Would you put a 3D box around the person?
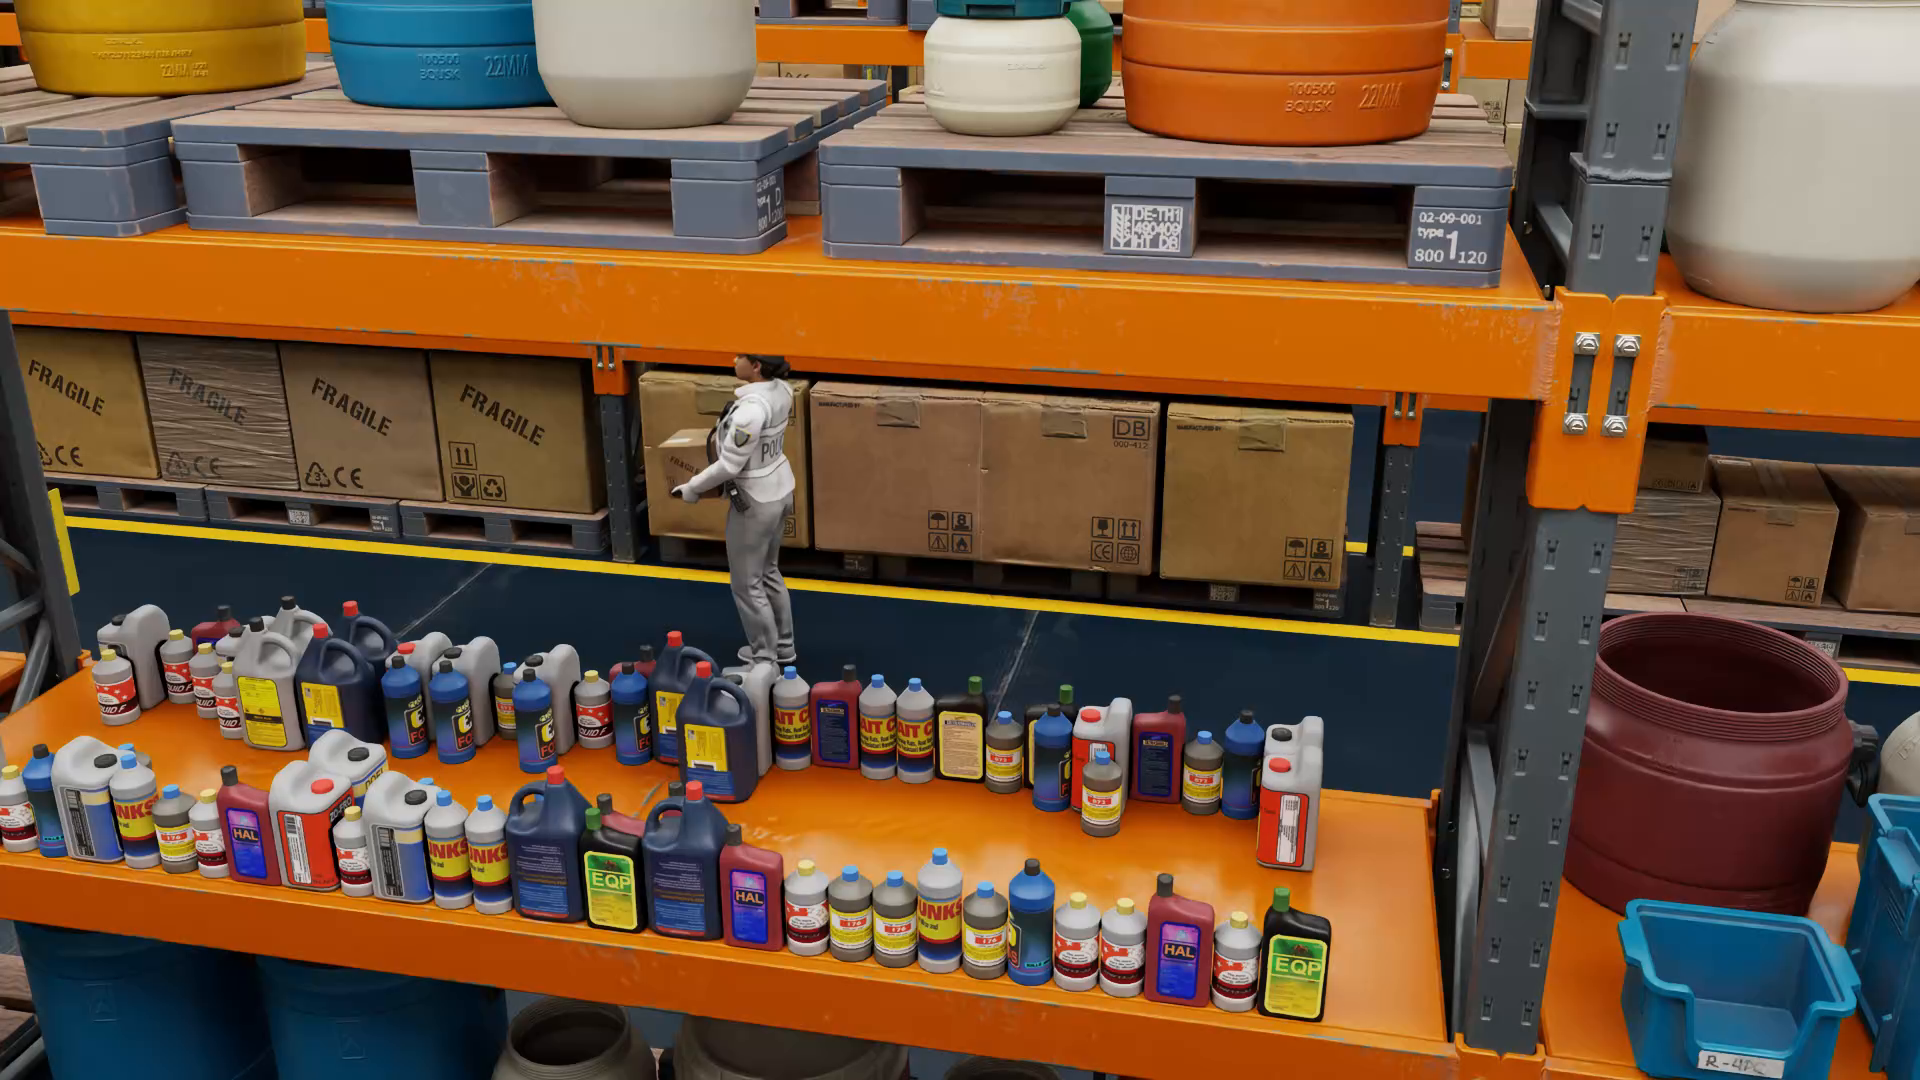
[{"bbox_3d":[-0.981,-0.173,7.492,0.558,1.686,0.459,5,22,13],"label":"person"}]
